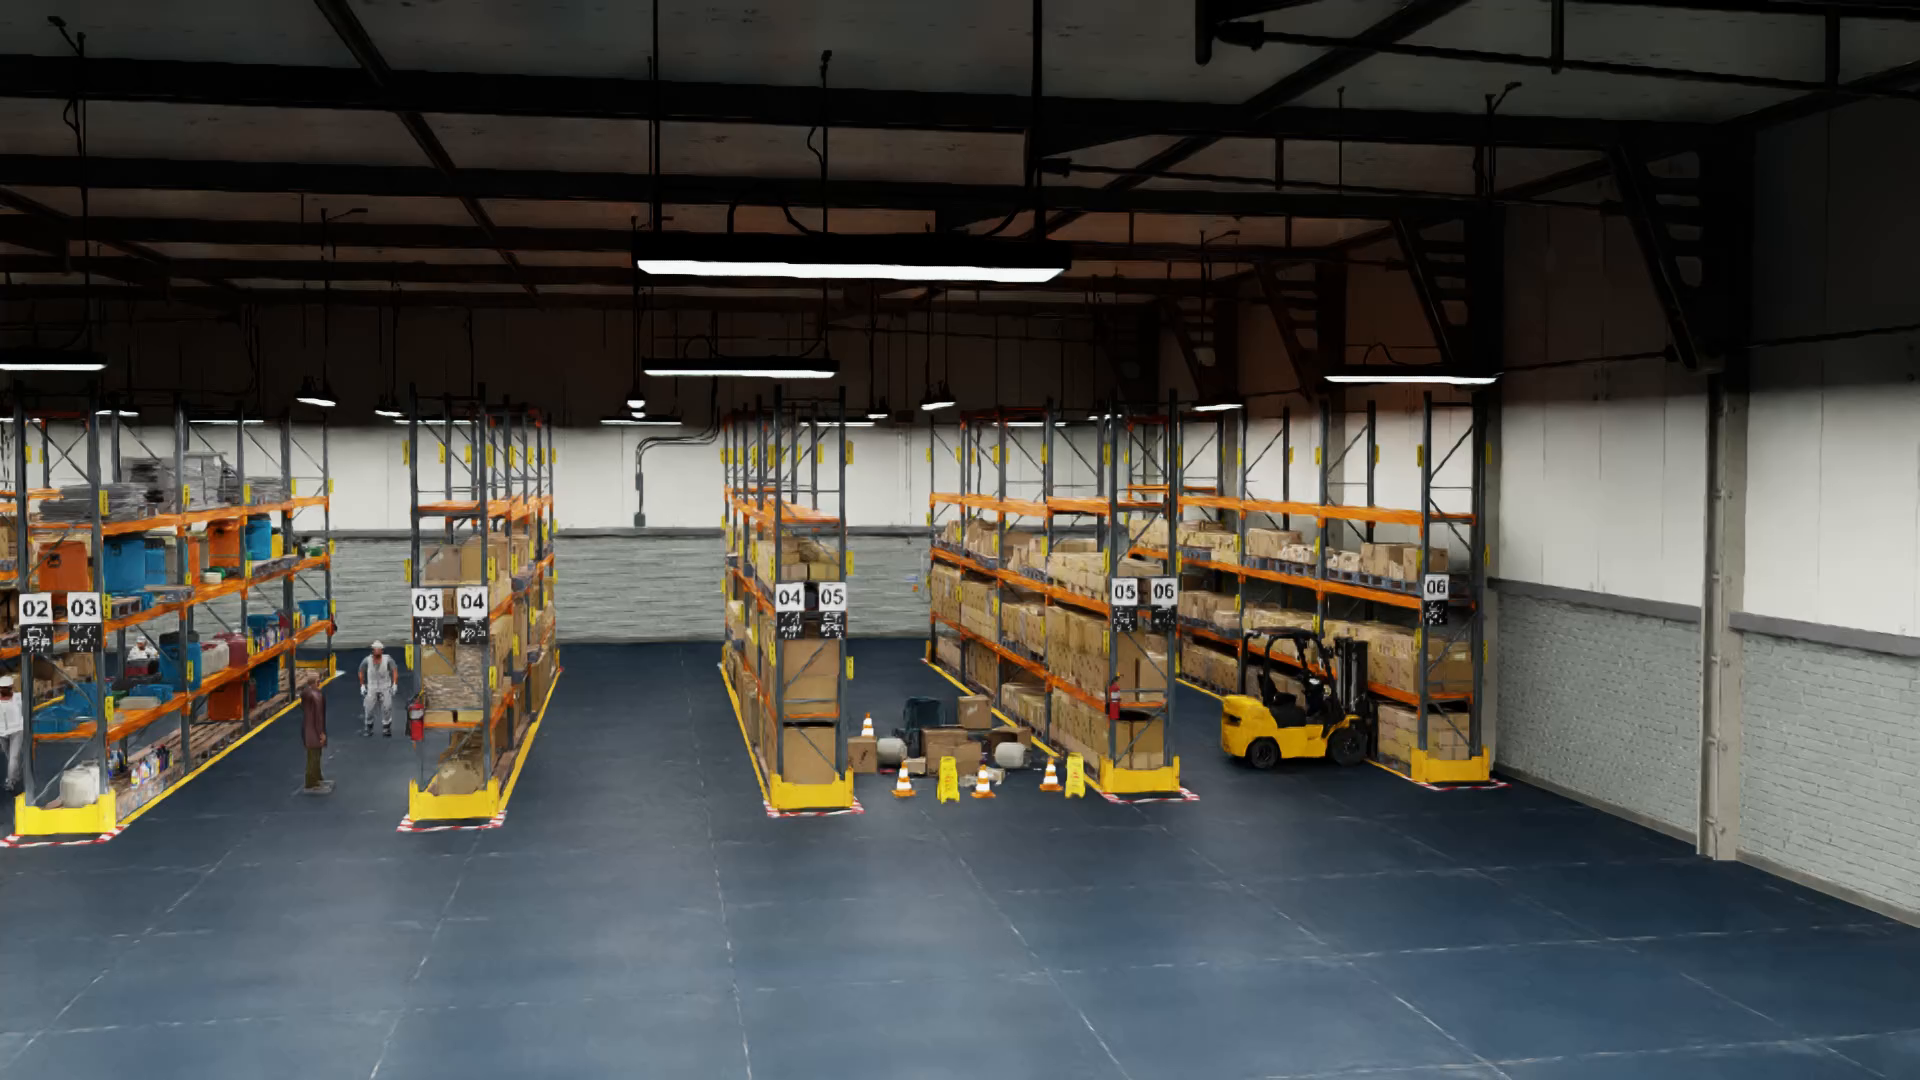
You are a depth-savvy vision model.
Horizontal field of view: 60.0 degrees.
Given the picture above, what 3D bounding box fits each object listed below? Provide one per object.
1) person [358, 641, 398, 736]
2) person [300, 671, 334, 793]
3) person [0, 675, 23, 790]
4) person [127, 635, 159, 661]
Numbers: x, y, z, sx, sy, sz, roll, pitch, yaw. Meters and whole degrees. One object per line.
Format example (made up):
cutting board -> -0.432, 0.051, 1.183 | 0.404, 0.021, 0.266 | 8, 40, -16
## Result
person -> -10.339, 2.644, 29.528 | 0.660, 1.741, 0.552 | -1, 3, -12
person -> -9.562, 2.840, 24.755 | 0.514, 1.785, 0.638 | -2, 4, -40
person -> -14.346, 2.876, 25.051 | 0.577, 1.691, 1.121 | 0, 3, -9
person -> -15.537, 2.601, 31.655 | 0.625, 1.611, 0.582 | -1, 3, -13
